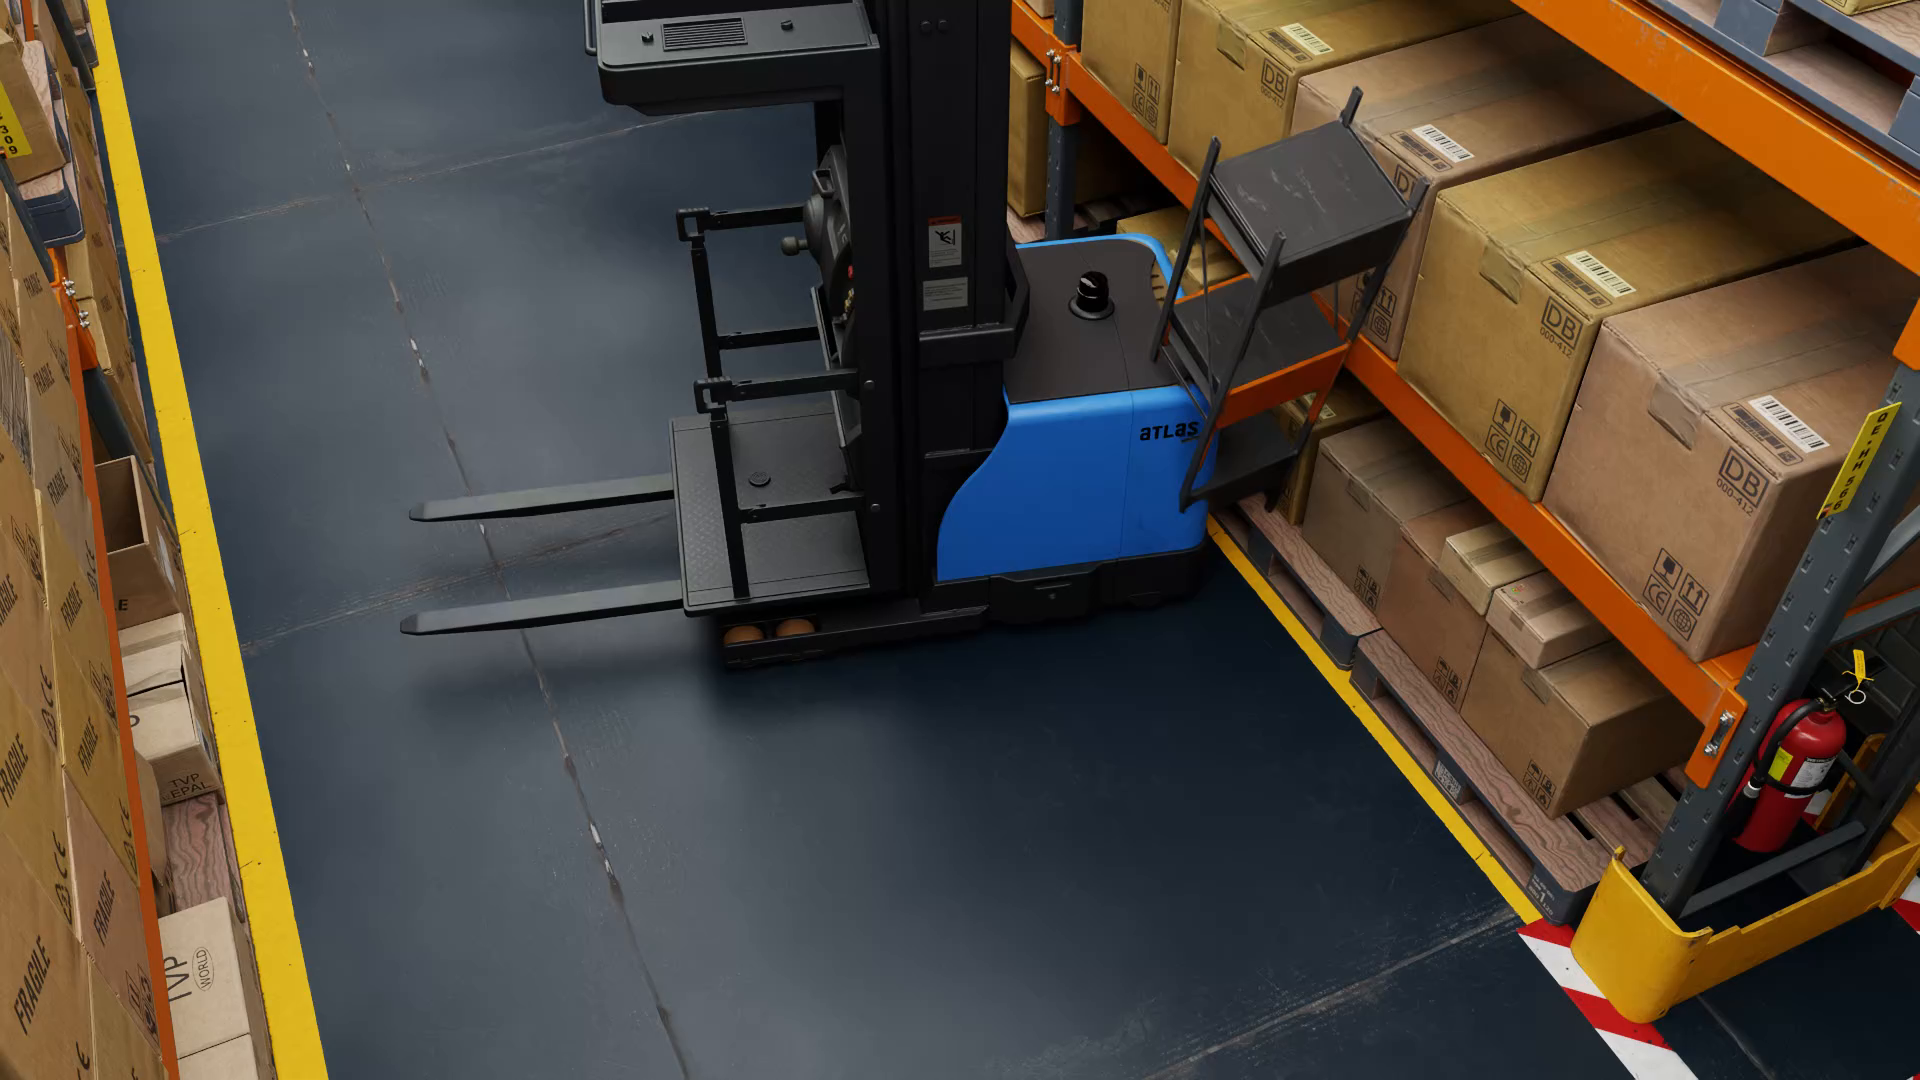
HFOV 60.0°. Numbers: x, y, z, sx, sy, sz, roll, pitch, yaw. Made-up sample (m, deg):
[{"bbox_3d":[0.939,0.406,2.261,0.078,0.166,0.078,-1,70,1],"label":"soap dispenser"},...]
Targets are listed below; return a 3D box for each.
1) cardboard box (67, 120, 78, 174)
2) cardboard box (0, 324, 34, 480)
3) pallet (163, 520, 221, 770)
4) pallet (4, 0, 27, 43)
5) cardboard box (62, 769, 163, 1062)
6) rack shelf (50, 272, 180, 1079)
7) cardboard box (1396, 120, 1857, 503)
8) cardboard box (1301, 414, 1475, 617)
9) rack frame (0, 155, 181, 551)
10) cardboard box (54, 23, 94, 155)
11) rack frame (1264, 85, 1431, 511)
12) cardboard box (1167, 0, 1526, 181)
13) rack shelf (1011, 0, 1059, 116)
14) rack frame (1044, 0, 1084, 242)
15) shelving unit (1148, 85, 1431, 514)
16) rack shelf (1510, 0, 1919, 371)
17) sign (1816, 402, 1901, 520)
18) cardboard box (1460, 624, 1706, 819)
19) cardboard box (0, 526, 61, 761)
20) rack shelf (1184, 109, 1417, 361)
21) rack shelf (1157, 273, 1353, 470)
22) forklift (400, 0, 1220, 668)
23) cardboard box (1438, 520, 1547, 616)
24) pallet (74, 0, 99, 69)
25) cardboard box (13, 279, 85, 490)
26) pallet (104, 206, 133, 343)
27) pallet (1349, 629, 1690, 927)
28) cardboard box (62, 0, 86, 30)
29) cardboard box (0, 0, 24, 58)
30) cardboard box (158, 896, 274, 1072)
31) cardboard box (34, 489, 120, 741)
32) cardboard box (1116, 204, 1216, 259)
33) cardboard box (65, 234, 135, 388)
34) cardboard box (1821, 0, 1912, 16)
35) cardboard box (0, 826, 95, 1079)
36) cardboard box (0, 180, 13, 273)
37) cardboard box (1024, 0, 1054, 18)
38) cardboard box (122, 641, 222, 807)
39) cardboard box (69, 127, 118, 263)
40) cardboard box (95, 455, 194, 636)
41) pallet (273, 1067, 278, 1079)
[{"bbox_3d":[-4.236,-1.787,7.358,0.500,0.250,0.500,-19,48,-18],"label":"cardboard box"},{"bbox_3d":[-2.745,-0.415,4.252,0.500,0.500,0.500,-18,47,-17],"label":"cardboard box"},{"bbox_3d":[-3.334,0.514,6.079,1.003,0.211,1.213,-18,47,-17],"label":"pallet"},{"bbox_3d":[-4.482,-2.159,6.939,1.003,0.211,1.213,-18,47,-17],"label":"pallet"},{"bbox_3d":[-2.109,0.909,3.622,0.500,0.500,0.500,-18,48,-18],"label":"cardboard box"},{"bbox_3d":[-2.781,0.614,4.504,1.077,0.370,4.000,-18,47,-17],"label":"rack shelf"},{"bbox_3d":[2.013,-0.722,5.132,0.980,0.700,0.700,-18,48,-18],"label":"cardboard box"},{"bbox_3d":[1.745,-0.148,6.245,0.700,0.500,0.500,-19,48,-19],"label":"cardboard box"},{"bbox_3d":[-3.622,-0.916,5.543,1.000,3.000,0.127,-18,47,-17],"label":"rack frame"},{"bbox_3d":[-4.698,-2.205,8.316,0.500,0.500,0.500,-16,47,-16],"label":"cardboard box"},{"bbox_3d":[1.199,-0.710,5.791,0.015,2.100,0.400,-22,67,-14],"label":"rack frame"},{"bbox_3d":[1.386,-1.671,6.094,0.980,0.700,0.700,-19,48,-18],"label":"cardboard box"},{"bbox_3d":[0.030,-3.400,8.572,1.077,0.370,4.000,-18,47,-17],"label":"rack shelf"},{"bbox_3d":[0.871,-2.382,7.028,1.000,3.000,0.127,-18,47,-17],"label":"rack frame"},{"bbox_3d":[0.980,-0.621,5.732,0.503,2.100,0.431,-22,67,-14],"label":"shelving unit"},{"bbox_3d":[1.712,-1.919,4.935,1.077,0.370,4.000,-18,47,-17],"label":"rack shelf"},{"bbox_3d":[2.055,-0.178,3.801,0.100,0.325,0.005,-18,47,-17],"label":"sign"},{"bbox_3d":[2.168,0.491,5.597,0.700,0.500,0.500,-18,47,-17],"label":"cardboard box"},{"bbox_3d":[-2.320,0.229,3.599,0.500,0.500,0.500,-17,47,-17],"label":"cardboard box"},{"bbox_3d":[1.020,-0.932,5.121,0.480,0.518,0.431,-22,67,-14],"label":"rack shelf"},{"bbox_3d":[0.979,-0.615,5.744,0.480,0.518,0.431,-22,67,-14],"label":"rack shelf"},{"bbox_3d":[-0.620,-0.965,5.641,3.031,2.935,1.130,-7,45,-7],"label":"forklift"},{"bbox_3d":[1.840,0.070,5.563,0.380,0.149,0.250,-17,47,-16],"label":"cardboard box"},{"bbox_3d":[-5.615,-3.009,9.649,1.003,0.211,1.213,-18,47,-17],"label":"pallet"},{"bbox_3d":[-2.961,-0.381,4.929,0.500,0.500,0.500,-17,47,-16],"label":"cardboard box"},{"bbox_3d":[-4.515,-1.209,7.825,1.003,0.211,1.213,-18,47,-17],"label":"pallet"},{"bbox_3d":[2.146,0.674,5.917,1.003,0.211,1.213,-18,47,-17],"label":"pallet"},{"bbox_3d":[-5.258,-3.057,9.371,0.500,0.250,0.500,-18,47,-18],"label":"cardboard box"},{"bbox_3d":[-3.965,-1.889,6.158,0.700,0.500,0.500,-11,46,-11],"label":"cardboard box"},{"bbox_3d":[-2.332,1.387,4.853,0.500,0.250,0.500,-18,47,-17],"label":"cardboard box"},{"bbox_3d":[-2.526,0.270,4.270,0.500,0.500,0.500,-17,47,-17],"label":"cardboard box"},{"bbox_3d":[1.092,-1.134,7.245,0.700,0.500,0.500,-17,47,-17],"label":"cardboard box"},{"bbox_3d":[-3.839,-0.900,6.993,0.500,0.500,0.500,-17,47,-17],"label":"cardboard box"},{"bbox_3d":[2.004,-1.420,3.655,0.500,0.250,0.500,-17,47,-16],"label":"cardboard box"},{"bbox_3d":[-1.887,0.881,2.939,0.500,0.500,0.500,-17,47,-16],"label":"cardboard box"},{"bbox_3d":[-3.174,-1.062,4.908,0.500,0.500,0.500,-18,47,-17],"label":"cardboard box"},{"bbox_3d":[0.472,-2.431,7.243,0.380,0.149,0.250,-18,47,-17],"label":"cardboard box"},{"bbox_3d":[-2.810,0.641,5.565,0.500,0.311,0.500,-18,47,-17],"label":"cardboard box"},{"bbox_3d":[-4.254,-1.543,7.645,0.500,0.500,0.500,-20,48,-19],"label":"cardboard box"},{"bbox_3d":[-3.125,0.096,5.983,0.500,0.500,0.500,-18,47,-17],"label":"cardboard box"},{"bbox_3d":[-2.308,2.069,4.503,1.003,0.211,1.213,-18,47,-17],"label":"pallet"}]
